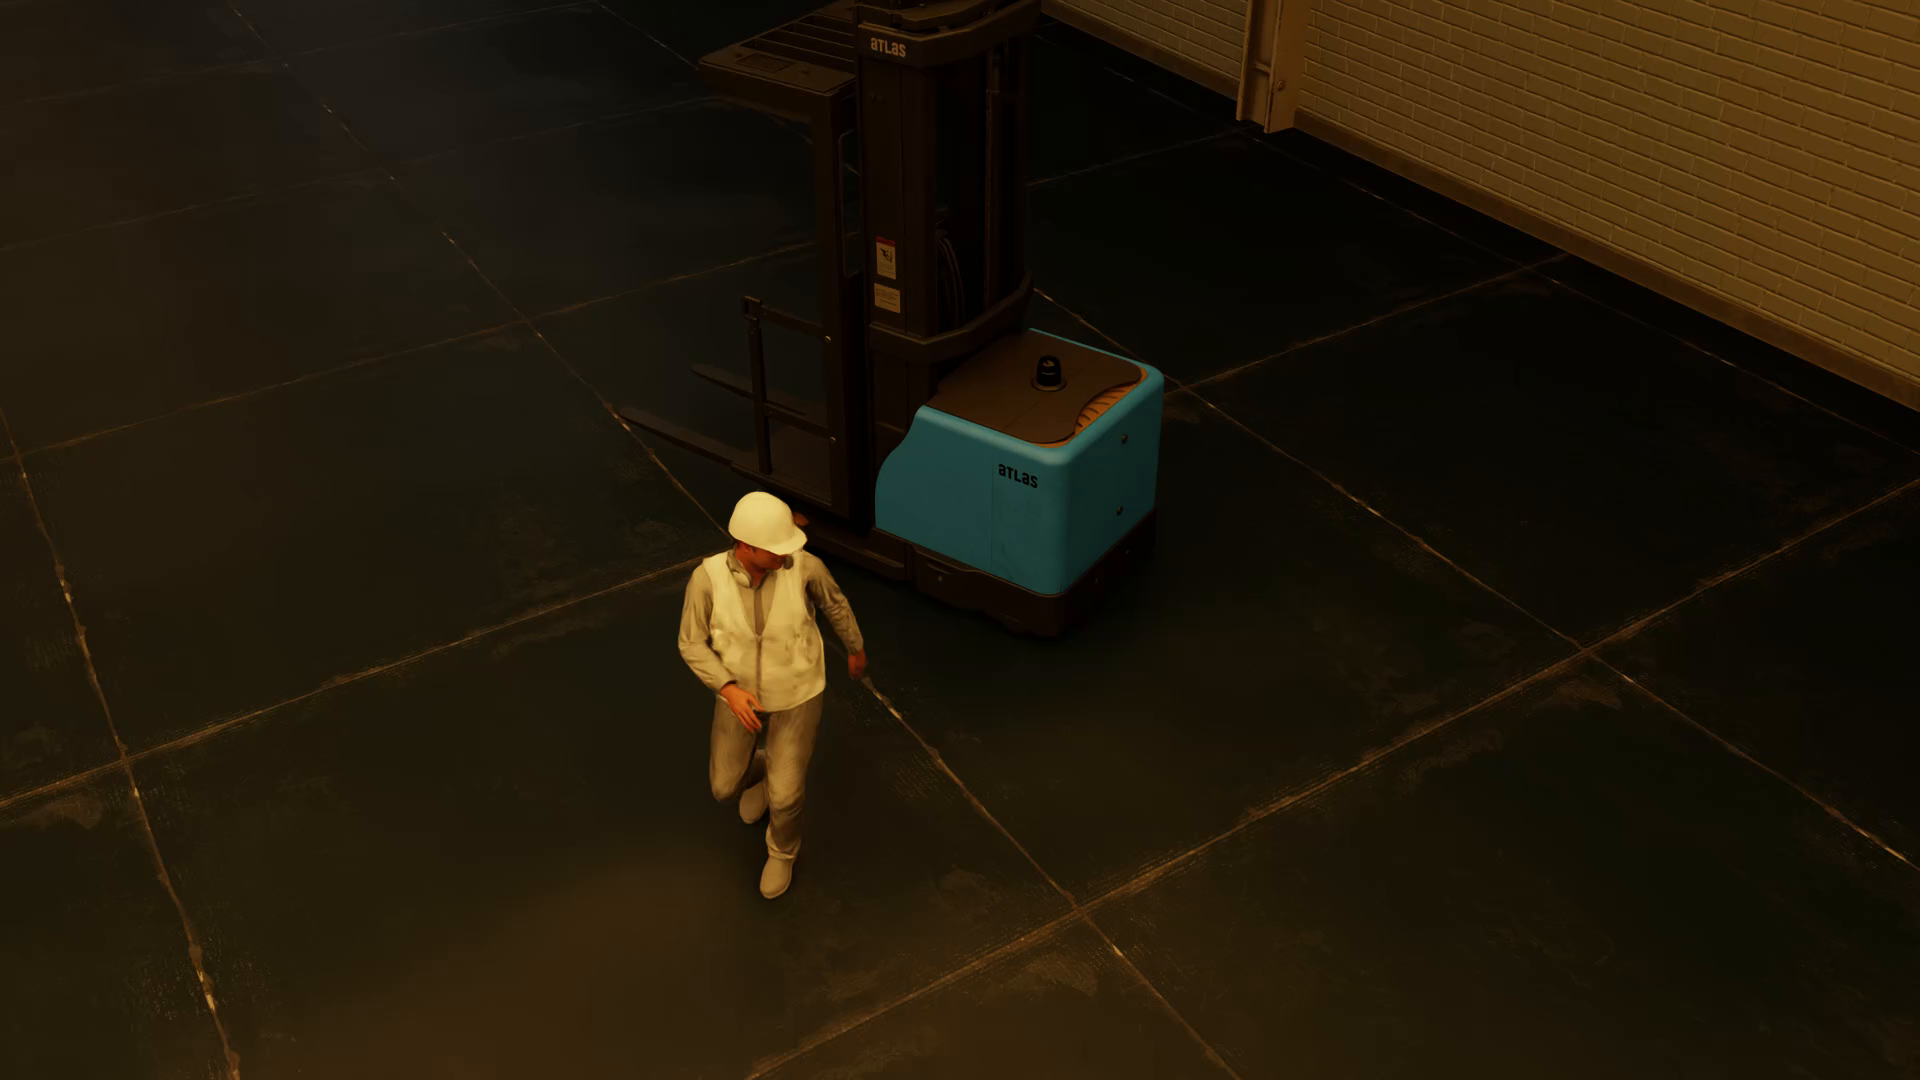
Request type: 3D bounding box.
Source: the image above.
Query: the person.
[{"bbox_3d":[-0.721,0.567,6.411,0.659,1.710,0.634,3,35,5],"label":"person"}]

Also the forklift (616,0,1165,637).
[{"bbox_3d":[-0.500,-1.399,8.138,3.031,2.935,1.130,22,41,28],"label":"forklift"}]
